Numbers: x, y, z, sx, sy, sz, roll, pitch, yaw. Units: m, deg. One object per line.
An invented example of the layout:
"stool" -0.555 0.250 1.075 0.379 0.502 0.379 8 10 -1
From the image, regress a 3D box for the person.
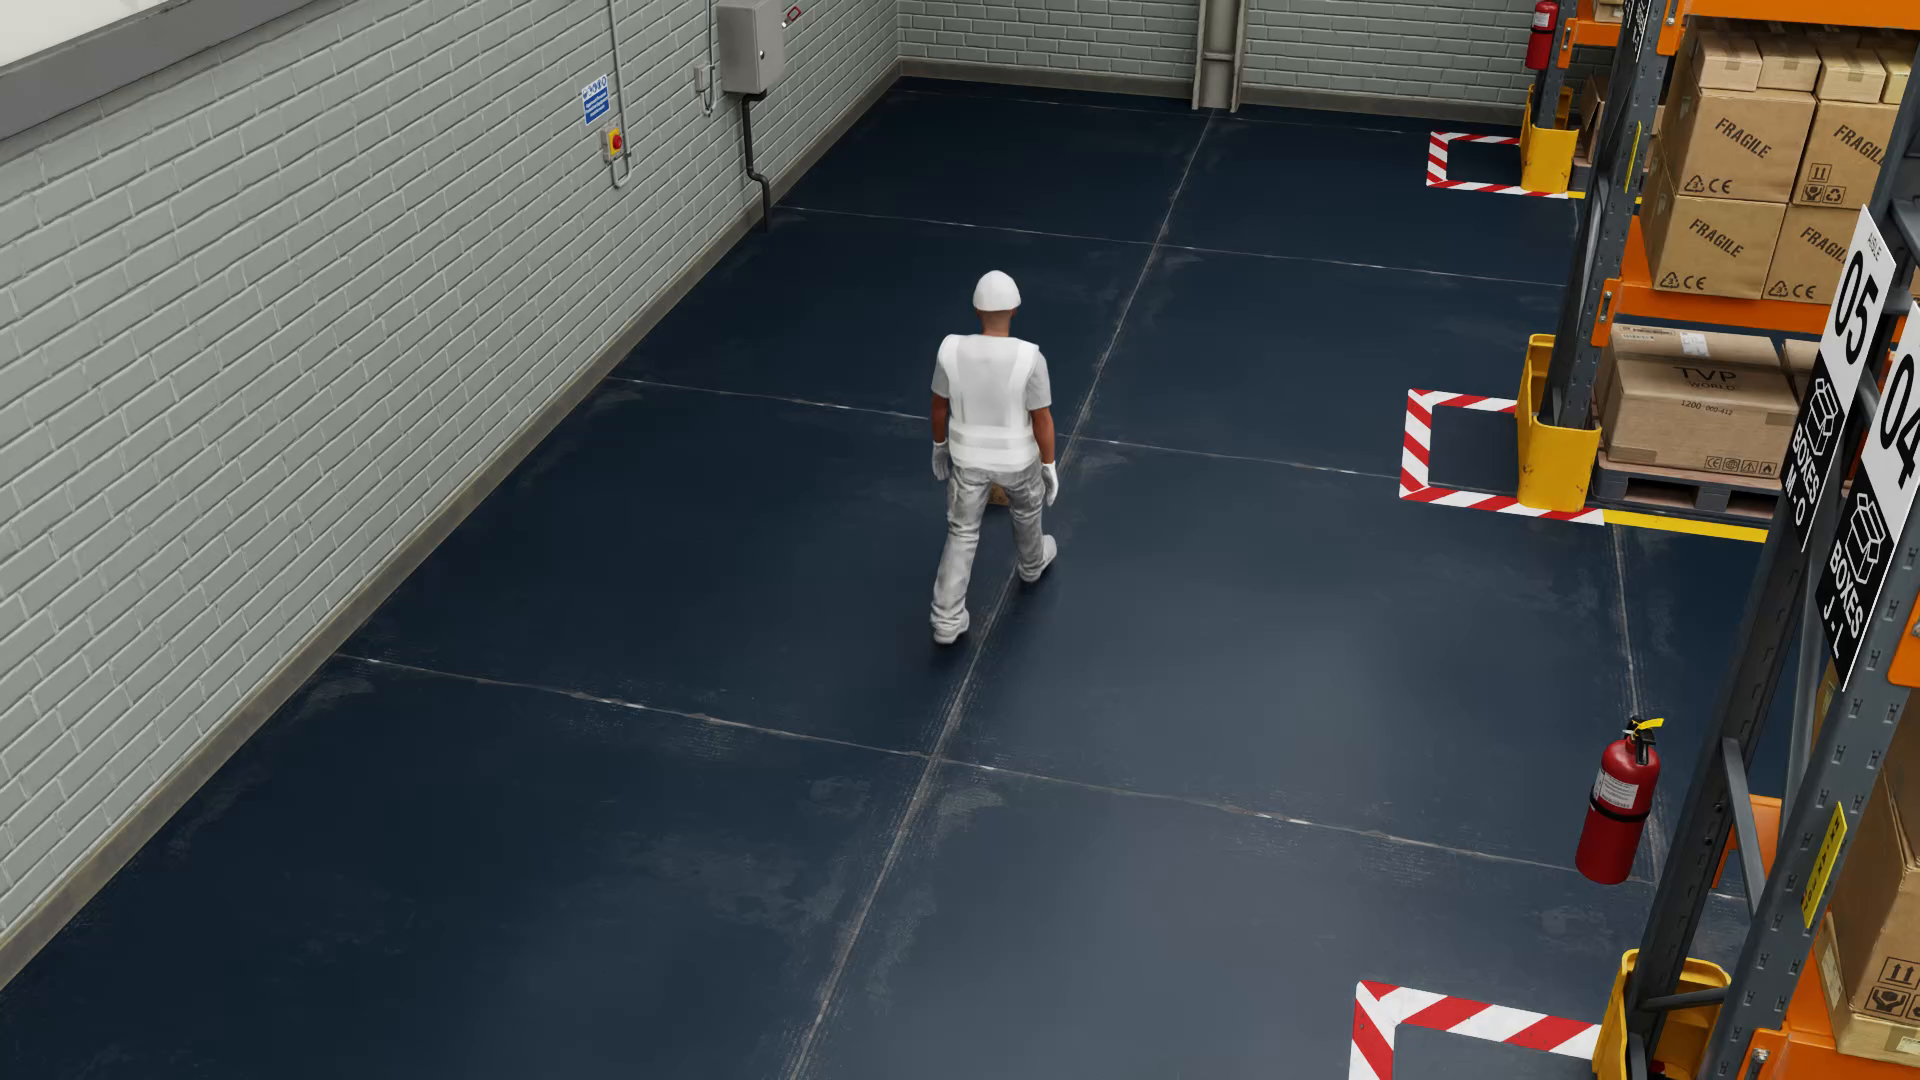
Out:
"person" 0.178 -0.708 7.619 0.629 1.066 0.397 7 33 11
